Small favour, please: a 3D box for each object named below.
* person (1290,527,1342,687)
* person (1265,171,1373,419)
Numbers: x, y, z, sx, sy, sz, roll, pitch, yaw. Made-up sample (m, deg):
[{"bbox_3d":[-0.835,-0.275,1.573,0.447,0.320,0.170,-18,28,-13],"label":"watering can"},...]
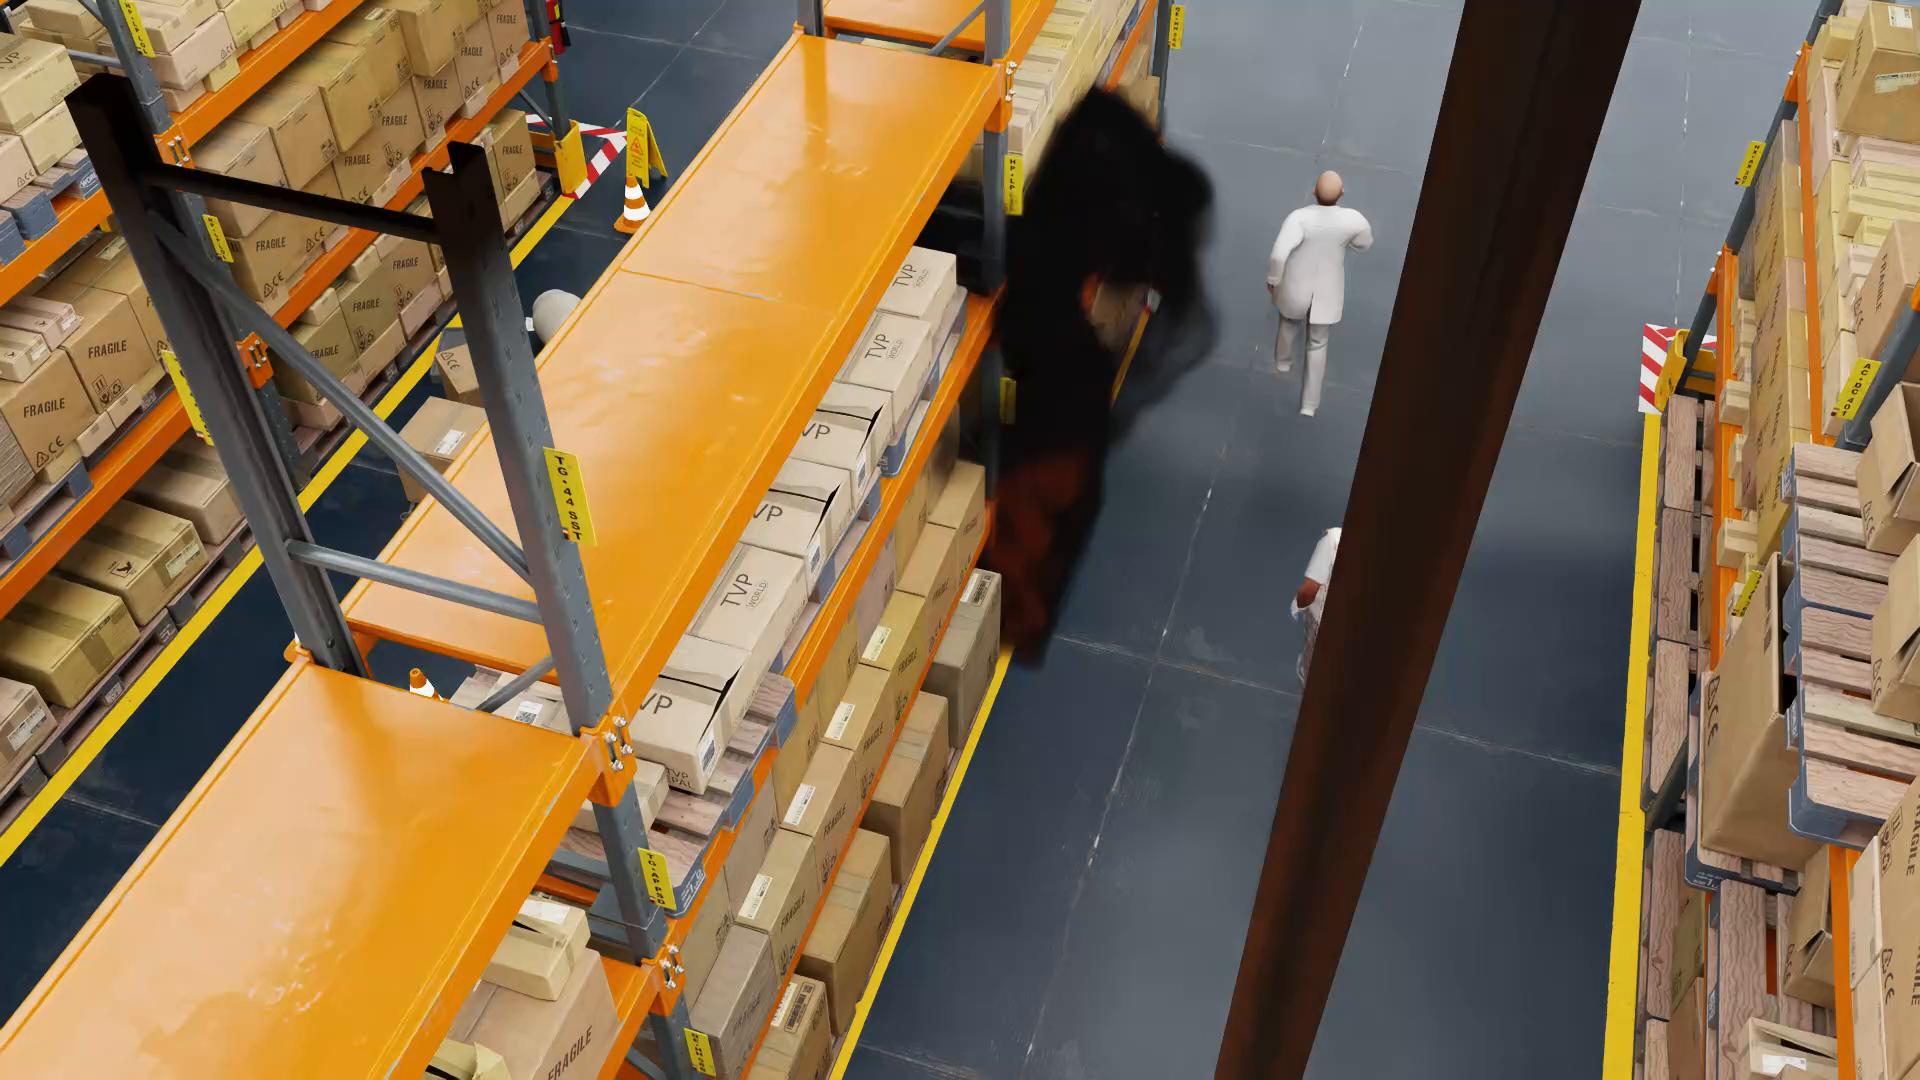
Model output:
[{"bbox_3d":[2.119,0.392,9.101,0.696,1.841,0.892,1,46,1],"label":"person"},{"bbox_3d":[2.372,-1.678,11.209,0.706,1.829,0.980,3,46,2],"label":"person"}]
